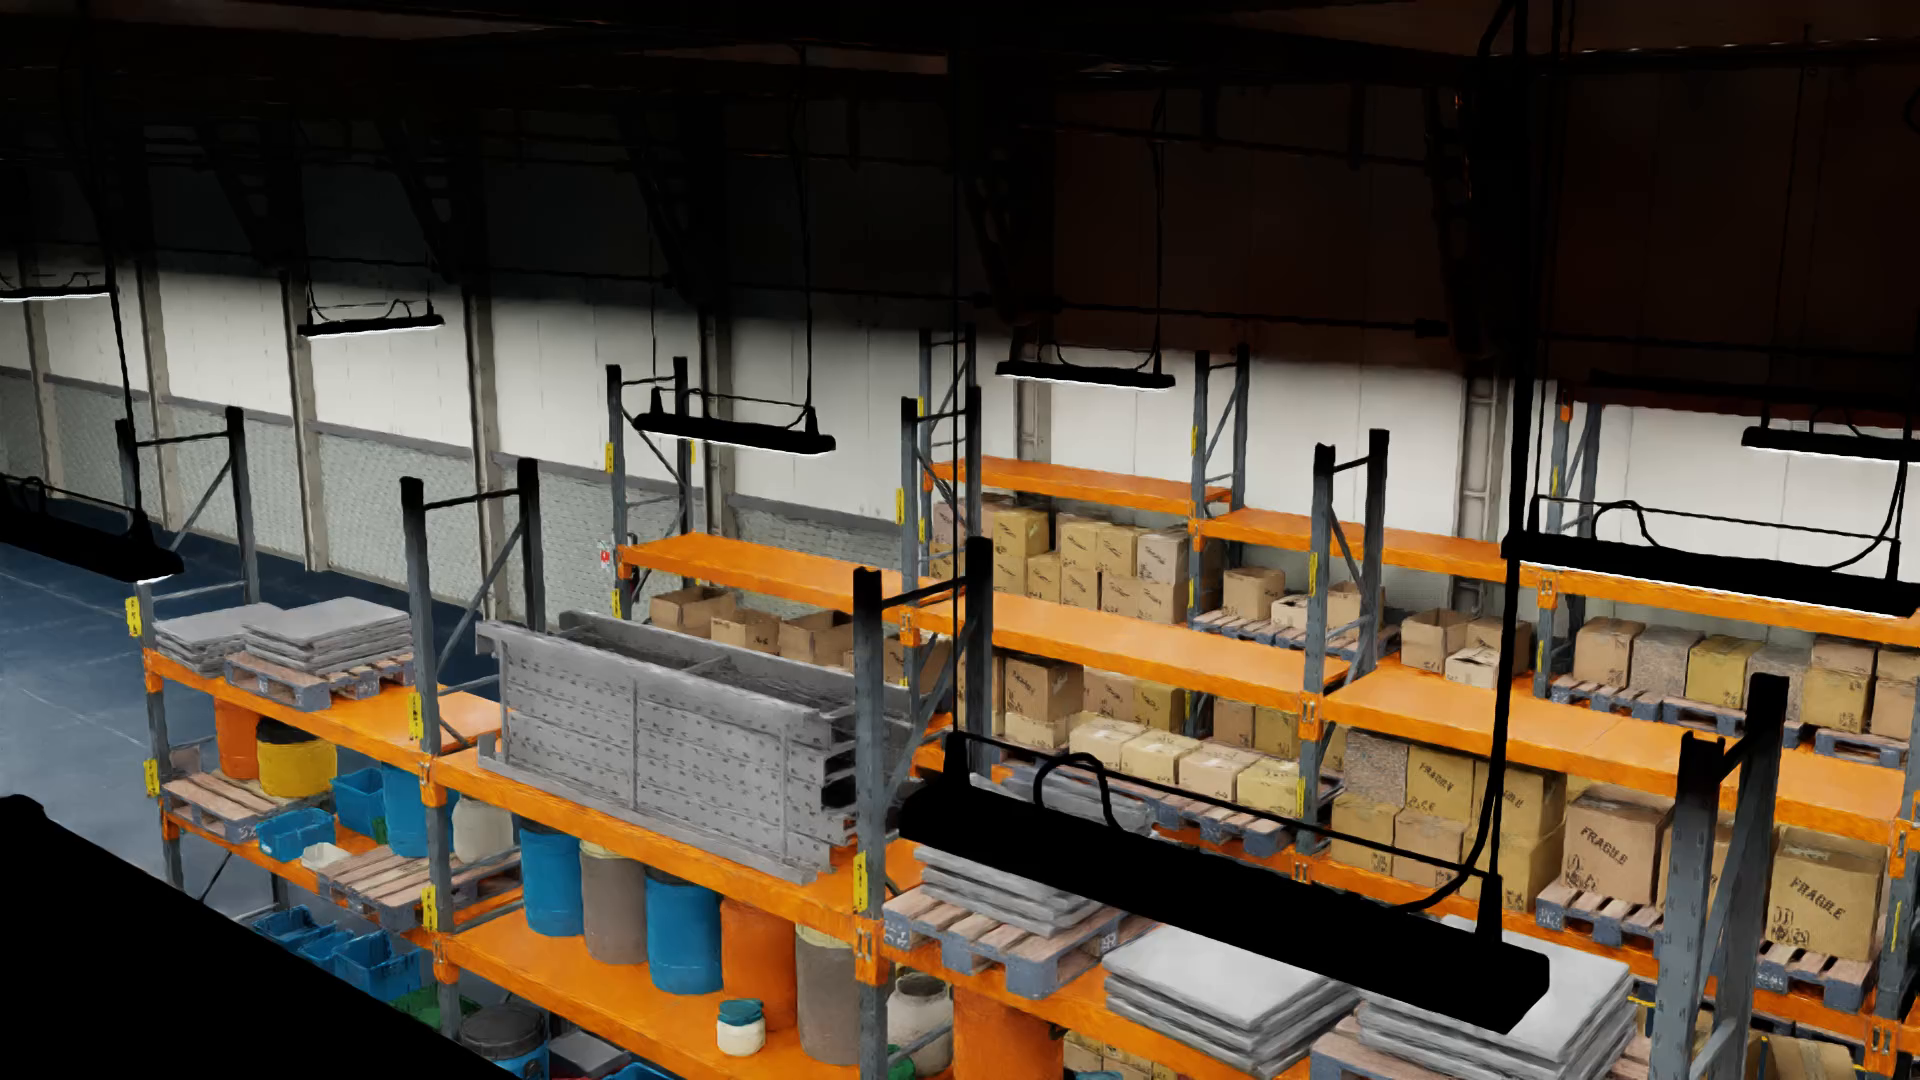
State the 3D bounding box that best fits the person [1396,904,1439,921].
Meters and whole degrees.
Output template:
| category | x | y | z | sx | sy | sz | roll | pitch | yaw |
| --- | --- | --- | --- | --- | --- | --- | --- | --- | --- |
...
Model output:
| category | x | y | z | sx | sy | sz | roll | pitch | yaw |
| --- | --- | --- | --- | --- | --- | --- | --- | --- | --- |
| person | 4.590 | 3.571 | 16.540 | 1.030 | 1.724 | 0.553 | 10 | 16 | 37 |
